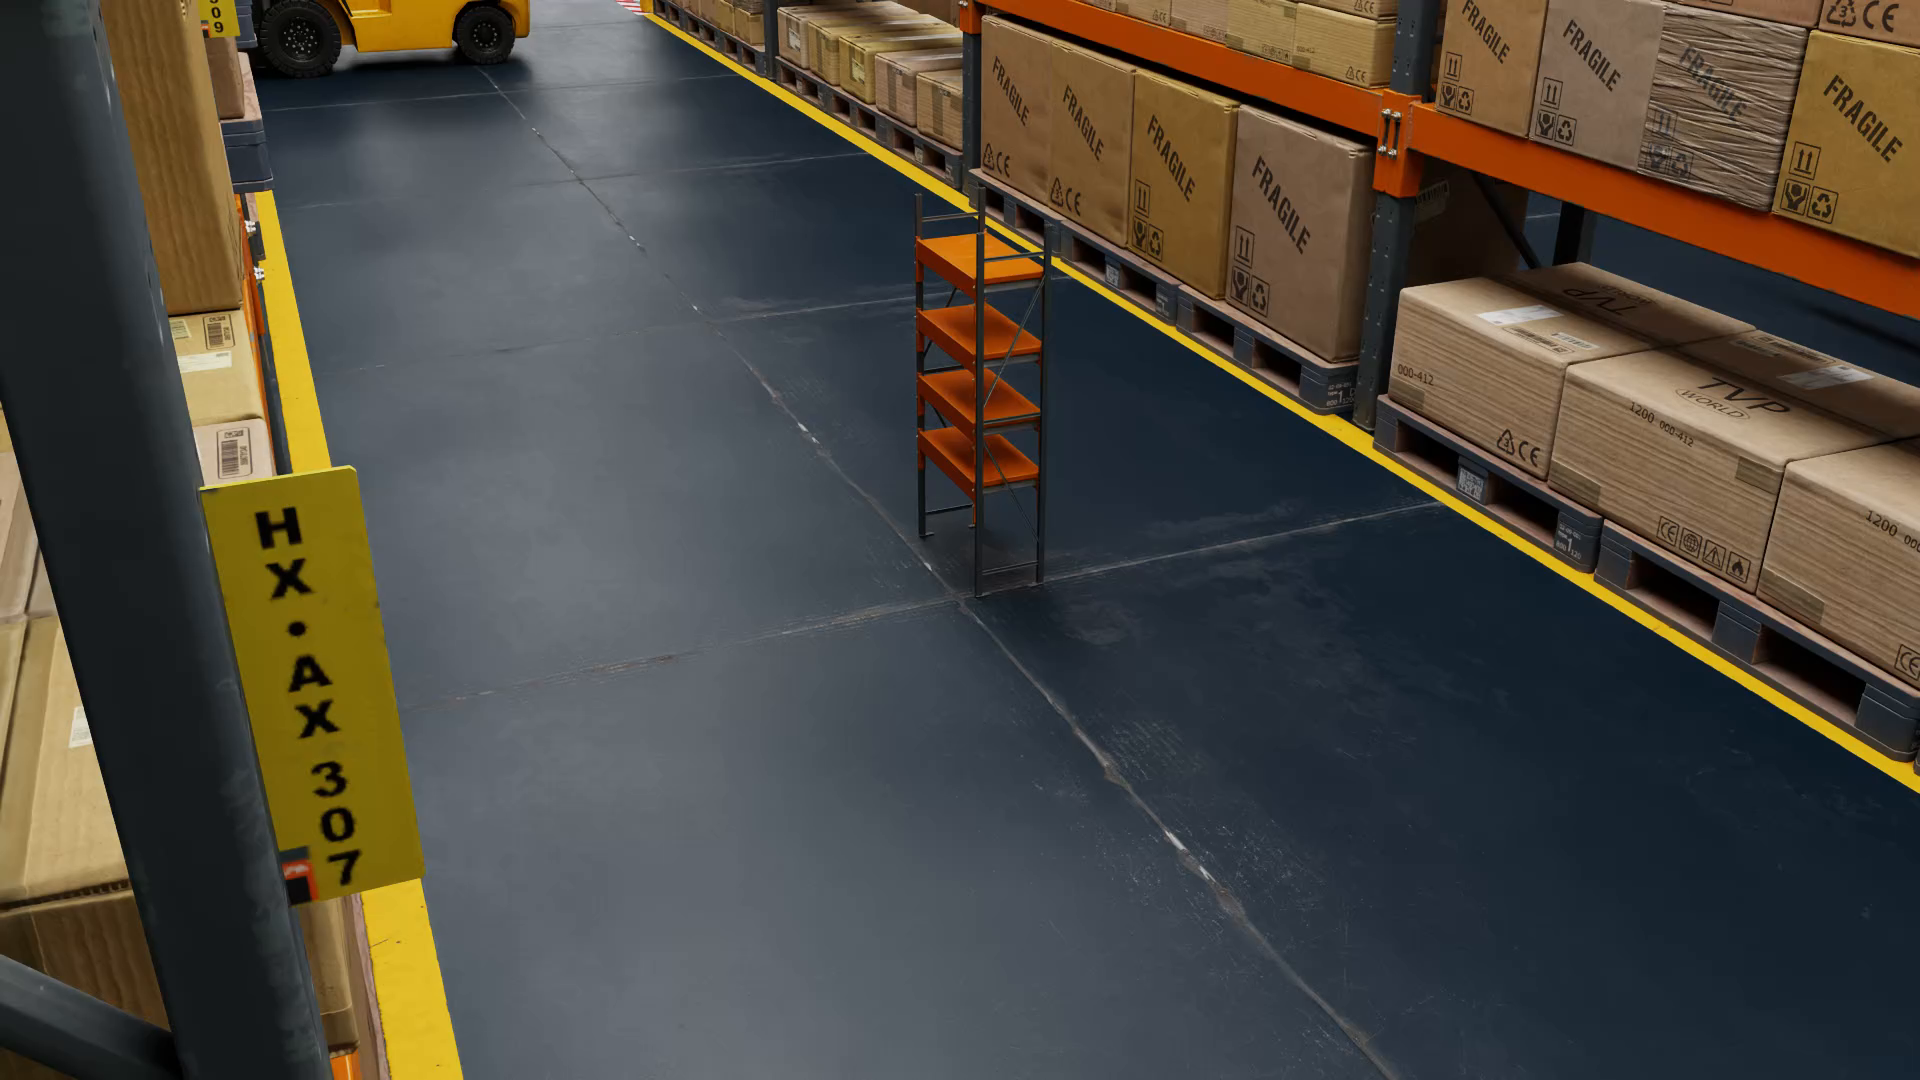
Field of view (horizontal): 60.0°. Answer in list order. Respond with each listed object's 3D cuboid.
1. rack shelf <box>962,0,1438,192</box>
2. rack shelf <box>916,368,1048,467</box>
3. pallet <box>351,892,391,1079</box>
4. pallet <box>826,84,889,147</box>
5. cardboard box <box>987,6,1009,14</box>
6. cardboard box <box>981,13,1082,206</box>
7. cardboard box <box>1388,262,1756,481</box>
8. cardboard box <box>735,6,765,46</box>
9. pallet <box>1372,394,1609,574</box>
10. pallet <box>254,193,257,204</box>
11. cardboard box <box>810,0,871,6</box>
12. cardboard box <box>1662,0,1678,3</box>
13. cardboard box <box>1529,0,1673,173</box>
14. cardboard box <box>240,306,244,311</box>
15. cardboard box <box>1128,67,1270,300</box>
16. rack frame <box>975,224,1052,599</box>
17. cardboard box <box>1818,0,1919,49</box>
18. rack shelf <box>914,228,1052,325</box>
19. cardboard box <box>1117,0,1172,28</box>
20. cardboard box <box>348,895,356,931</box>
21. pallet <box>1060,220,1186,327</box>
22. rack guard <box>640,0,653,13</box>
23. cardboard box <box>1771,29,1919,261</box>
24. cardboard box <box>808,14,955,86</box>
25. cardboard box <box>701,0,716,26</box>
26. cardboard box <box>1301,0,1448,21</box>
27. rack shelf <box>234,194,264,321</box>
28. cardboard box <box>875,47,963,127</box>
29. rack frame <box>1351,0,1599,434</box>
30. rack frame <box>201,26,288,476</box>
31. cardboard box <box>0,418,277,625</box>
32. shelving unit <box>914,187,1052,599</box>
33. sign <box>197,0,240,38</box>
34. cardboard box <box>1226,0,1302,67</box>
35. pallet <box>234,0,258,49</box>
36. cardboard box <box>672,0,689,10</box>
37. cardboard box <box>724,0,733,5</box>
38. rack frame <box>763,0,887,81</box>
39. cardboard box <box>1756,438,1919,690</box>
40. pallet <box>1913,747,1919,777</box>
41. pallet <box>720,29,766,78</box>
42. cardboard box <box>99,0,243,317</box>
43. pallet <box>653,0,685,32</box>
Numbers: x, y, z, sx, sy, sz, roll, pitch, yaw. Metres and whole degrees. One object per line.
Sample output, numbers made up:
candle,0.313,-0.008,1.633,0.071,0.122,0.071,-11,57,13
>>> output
rack shelf,1.281,-2.364,7.993,1.077,0.370,4.000,-11,28,-21
rack shelf,0.065,-0.412,5.379,0.258,0.148,0.480,-11,28,-21
pallet,-1.752,0.998,3.465,1.003,0.211,1.213,-11,28,-21
pallet,-0.281,-3.049,11.755,1.003,0.211,1.213,-11,28,-21
cardboard box,0.557,-4.645,13.830,0.500,0.500,0.500,-11,28,-21
cardboard box,0.692,-2.436,9.263,0.875,0.875,0.875,-11,28,-21
cardboard box,2.211,-0.645,6.095,0.875,0.438,0.875,-11,28,-21
cardboard box,-1.548,-4.255,13.702,0.500,0.250,0.500,-9,28,-18
pallet,2.290,-0.306,6.137,1.003,0.211,1.213,-11,28,-21
pallet,-4.828,-2.218,10.052,1.003,0.211,1.213,-11,28,-21
cardboard box,-1.051,-4.684,13.726,0.500,0.500,0.500,-9,27,-18
cardboard box,2.220,-1.935,5.042,0.500,0.500,0.500,-11,28,-21
cardboard box,2.200,-1.487,5.262,0.500,0.500,0.500,-10,28,-20
cardboard box,-1.685,-0.525,3.238,0.500,0.250,0.500,-11,28,-21
cardboard box,1.387,-1.714,7.784,0.875,0.875,0.875,-10,28,-19
rack frame,0.160,-0.374,5.148,0.240,1.200,0.015,-11,28,-21
cardboard box,2.605,-1.523,4.196,0.500,0.500,0.500,-11,28,-21
rack shelf,0.065,-0.825,5.177,0.258,0.148,0.480,-11,28,-21
cardboard box,1.072,-2.571,7.768,0.500,0.250,0.500,-11,28,-21
cardboard box,-1.501,0.678,3.313,0.500,0.500,0.500,-10,28,-20
pallet,1.211,-1.419,8.415,1.003,0.211,1.213,-11,28,-21
rack guard,-2.605,-5.570,16.589,1.175,0.500,0.348,-11,28,-21
cardboard box,2.591,-1.077,4.423,0.500,0.500,0.500,-10,28,-19
cardboard box,-0.576,-3.616,12.255,0.950,0.372,0.625,-9,27,-17
cardboard box,-1.960,-4.675,14.561,0.500,0.250,0.500,-10,28,-20
cardboard box,1.668,-2.173,6.384,0.500,0.250,0.500,-11,28,-21
rack shelf,-3.285,-1.510,6.243,1.077,0.370,4.000,-11,28,-21
cardboard box,-0.011,-3.029,11.051,0.950,0.372,0.625,-11,28,-22
rack frame,2.064,-1.880,6.182,1.000,3.000,0.127,-11,28,-21
rack frame,-2.502,-1.026,4.432,1.000,3.000,0.127,-11,28,-21
cardboard box,-1.063,0.090,1.979,0.500,0.250,0.500,-10,28,-20
shelving unit,0.065,-0.472,5.350,0.258,1.200,0.503,-11,28,-21
sign,-2.005,-1.511,4.439,0.100,0.325,0.005,-11,28,-21
cardboard box,1.458,-2.156,6.918,0.500,0.250,0.500,-11,28,-21
pallet,-3.738,-2.293,7.245,1.213,0.211,1.003,-11,28,-21
cardboard box,-2.381,-5.097,15.426,0.500,0.250,0.500,-10,28,-19
cardboard box,-1.748,-4.797,13.958,0.500,0.500,0.500,-10,28,-20
rack frame,-1.069,-5.110,12.796,1.000,3.000,0.127,-11,28,-21
cardboard box,2.914,0.080,4.609,0.875,0.438,0.875,-10,28,-19
pallet,3.246,0.679,4.120,1.003,0.211,1.213,-11,28,-21
pallet,-1.364,-4.122,13.951,1.003,0.211,1.213,-11,28,-21
cardboard box,-1.453,-0.649,2.638,0.500,0.500,0.500,-10,28,-19
pallet,-2.320,-5.107,15.968,1.003,0.211,1.213,-11,28,-21
